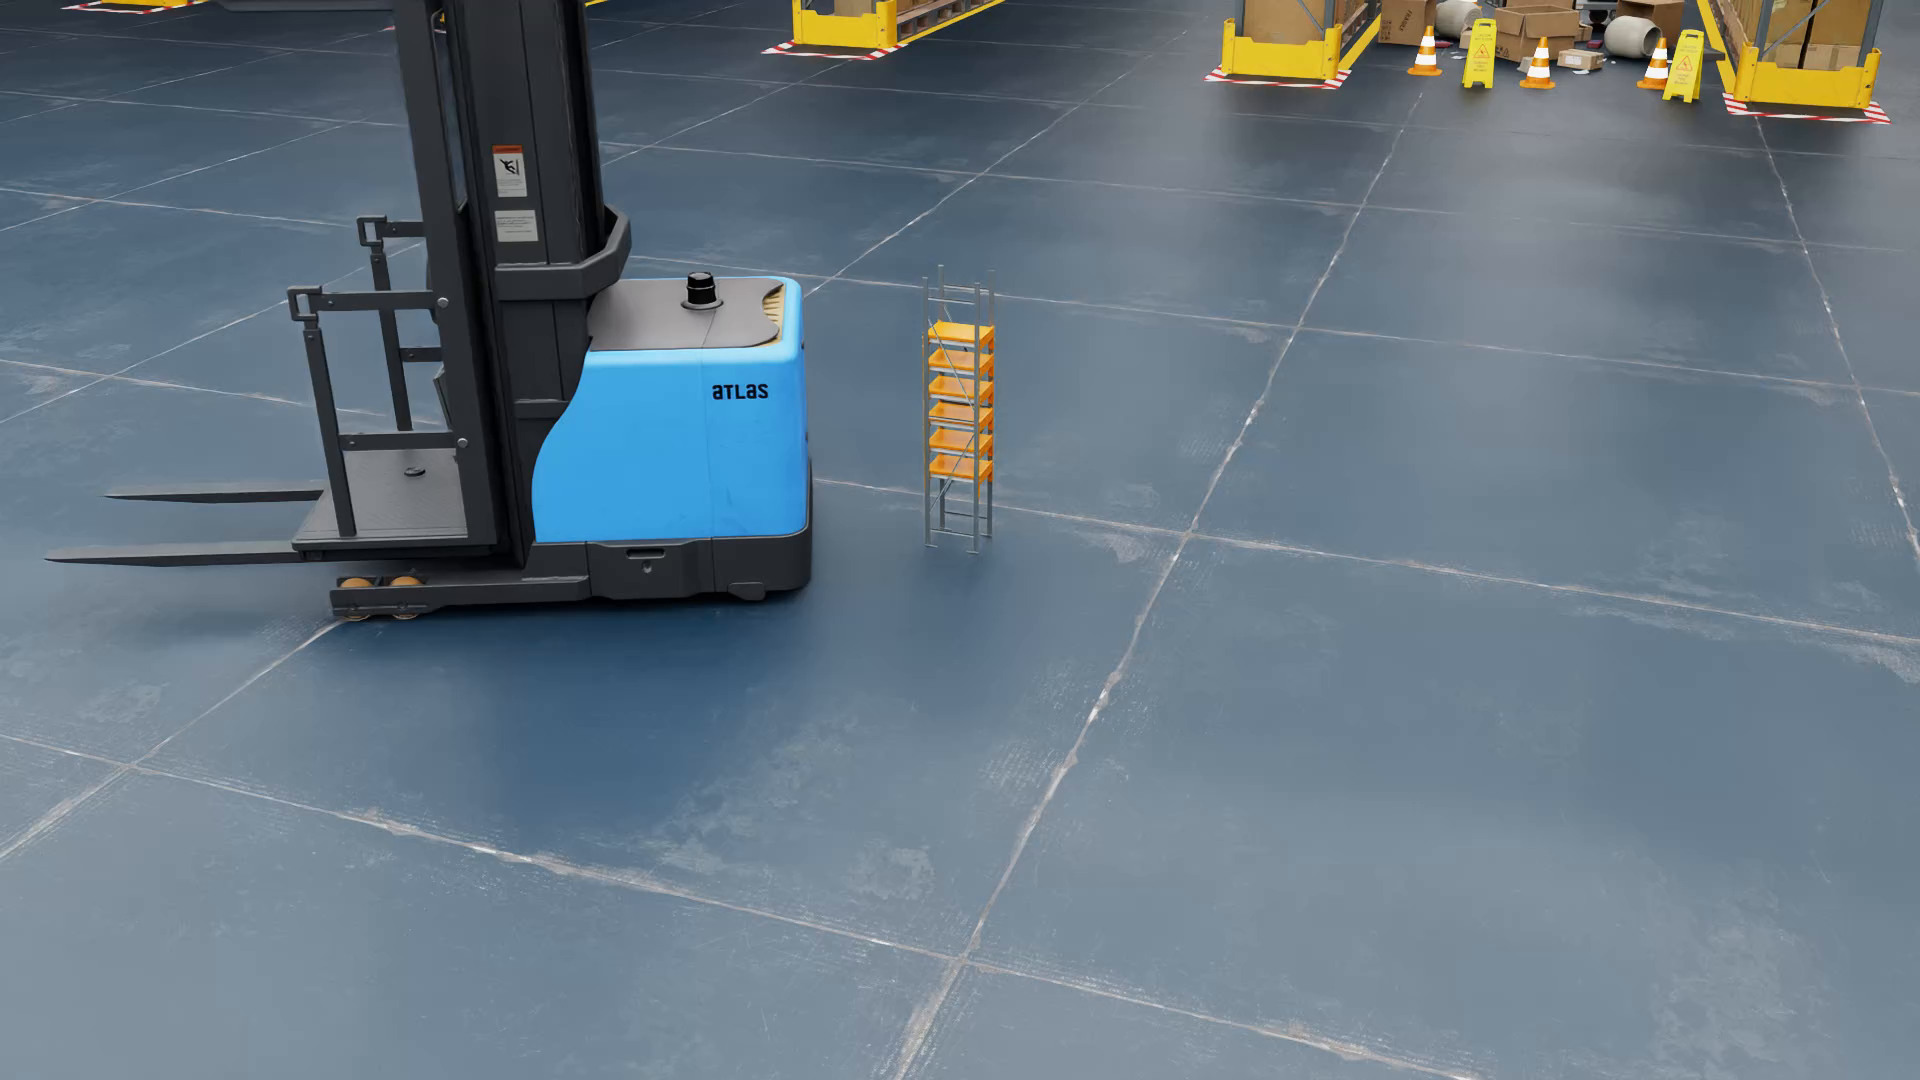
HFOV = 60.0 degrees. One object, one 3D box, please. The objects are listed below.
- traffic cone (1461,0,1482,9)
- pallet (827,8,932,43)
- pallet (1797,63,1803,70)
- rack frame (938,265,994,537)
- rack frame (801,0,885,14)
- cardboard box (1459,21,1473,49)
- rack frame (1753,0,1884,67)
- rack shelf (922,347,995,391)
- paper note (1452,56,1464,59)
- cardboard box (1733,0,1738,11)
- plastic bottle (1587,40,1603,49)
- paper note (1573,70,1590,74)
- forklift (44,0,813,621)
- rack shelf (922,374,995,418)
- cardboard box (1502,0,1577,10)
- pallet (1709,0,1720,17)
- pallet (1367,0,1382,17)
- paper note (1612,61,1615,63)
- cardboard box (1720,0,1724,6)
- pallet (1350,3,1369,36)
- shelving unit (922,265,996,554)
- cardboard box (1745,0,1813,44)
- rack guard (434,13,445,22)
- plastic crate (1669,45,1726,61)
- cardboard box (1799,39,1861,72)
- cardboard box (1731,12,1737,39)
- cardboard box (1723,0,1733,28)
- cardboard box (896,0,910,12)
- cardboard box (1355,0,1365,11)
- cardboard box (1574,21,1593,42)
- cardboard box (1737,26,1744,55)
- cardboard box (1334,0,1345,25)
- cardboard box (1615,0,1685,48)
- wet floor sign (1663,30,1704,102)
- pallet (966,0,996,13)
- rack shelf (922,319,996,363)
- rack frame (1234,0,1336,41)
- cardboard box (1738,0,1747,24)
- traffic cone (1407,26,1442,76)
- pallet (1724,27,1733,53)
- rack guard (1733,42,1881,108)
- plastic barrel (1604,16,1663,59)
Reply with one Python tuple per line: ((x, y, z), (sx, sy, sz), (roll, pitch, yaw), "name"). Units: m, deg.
((6.517, -7.032, 21.243), (0.336, 0.463, 0.334), (9, 27, 17), "traffic cone")
((-0.999, -6.064, 19.532), (1.003, 0.211, 1.213), (9, 27, 17), "pallet")
((8.346, -4.627, 16.563), (1.003, 0.211, 1.213), (9, 27, 17), "pallet")
((0.026, -0.572, 7.054), (0.240, 1.200, 0.006), (9, 27, 17), "rack frame")
((-1.328, -6.959, 18.180), (1.000, 3.000, 0.127), (9, 27, 17), "rack frame")
((5.812, -5.638, 18.589), (0.396, 0.266, 0.258), (14, 29, 26), "cardboard box")
((8.017, -5.522, 15.212), (1.000, 3.000, 0.127), (9, 27, 17), "rack frame")
((-0.005, -0.710, 6.891), (0.258, 0.103, 0.180), (9, 27, 17), "rack shelf")
((5.425, -5.242, 18.043), (0.144, 0.017, 0.142), (20, 32, 35), "paper note")
((8.730, -6.029, 18.074), (0.500, 0.500, 0.500), (10, 28, 20), "cardboard box")
((7.150, -5.585, 18.714), (0.133, 0.061, 0.283), (14, 29, 26), "plastic bottle")
((6.455, -4.863, 17.258), (0.148, 0.019, 0.142), (0, 26, -1), "paper note")
((-2.147, -1.237, 6.442), (3.031, 2.935, 1.130), (-2, 26, -4), "forklift")
((-0.005, -0.602, 6.943), (0.258, 0.103, 0.180), (9, 27, 17), "rack shelf")
((6.518, -5.934, 18.772), (0.797, 0.637, 0.503), (9, 27, 17), "cardboard box")
((10.010, -6.734, 20.915), (1.003, 0.211, 1.213), (9, 27, 17), "pallet")
((4.833, -6.915, 21.289), (1.003, 0.211, 1.213), (9, 27, 17), "pallet")
((6.999, -5.118, 17.810), (0.032, 0.001, 0.123), (9, 27, 17), "paper note")
((9.757, -6.684, 20.146), (0.950, 0.372, 0.625), (11, 28, 21), "cardboard box")
((4.320, -6.286, 19.990), (1.003, 0.211, 1.213), (9, 27, 17), "pallet")
((-0.005, -0.534, 6.976), (0.258, 1.200, 0.189), (9, 27, 17), "shelving unit")
((8.038, -5.178, 16.315), (0.500, 0.500, 0.500), (9, 27, 18), "cardboard box")
((-6.018, -6.590, 20.287), (1.175, 0.500, 0.348), (9, 27, 17), "rack guard")
((8.053, -5.325, 18.157), (0.402, 0.080, 0.583), (0, 26, -1), "plastic crate")
((8.547, -4.765, 16.322), (0.500, 0.250, 0.500), (9, 27, 17), "cardboard box")
((8.556, -5.474, 17.788), (0.500, 0.250, 0.500), (8, 27, 17), "cardboard box")
((8.897, -5.914, 18.695), (0.500, 0.250, 0.500), (7, 27, 15), "cardboard box")
((-0.938, -6.528, 19.676), (0.500, 0.500, 0.500), (17, 30, 31), "cardboard box")
((4.372, -6.826, 19.863), (0.875, 0.875, 0.875), (9, 27, 18), "cardboard box")
((7.053, -5.911, 19.154), (0.258, 0.266, 0.396), (-9, 27, -18), "cardboard box")
((8.212, -5.056, 16.924), (0.500, 0.250, 0.500), (9, 27, 18), "cardboard box")
((3.770, -6.081, 18.323), (0.875, 0.875, 0.875), (8, 27, 17), "cardboard box")
((7.709, -5.799, 18.650), (0.500, 0.500, 0.500), (-14, 29, -27), "cardboard box")
((6.945, -4.539, 15.885), (0.267, 0.644, 0.232), (20, 32, 35), "wet floor sign")
((-0.187, -7.066, 21.602), (1.003, 0.211, 1.213), (9, 27, 17), "pallet")
((-0.005, -0.818, 6.839), (0.258, 0.103, 0.180), (9, 27, 17), "rack shelf")
((3.316, -6.198, 16.609), (1.000, 3.000, 0.127), (9, 27, 17), "rack frame")
((8.383, -5.599, 17.185), (0.500, 0.500, 0.500), (8, 27, 16), "cardboard box")
((4.832, -5.069, 17.187), (0.336, 0.463, 0.334), (9, 27, 17), "traffic cone")
((9.158, -5.629, 18.634), (1.003, 0.211, 1.213), (9, 27, 17), "pallet")
((8.043, -4.428, 15.821), (1.175, 0.500, 0.348), (9, 27, 17), "rack guard")
((7.277, -5.431, 17.980), (0.421, 0.421, 0.512), (-14, 29, -27), "plastic barrel")
